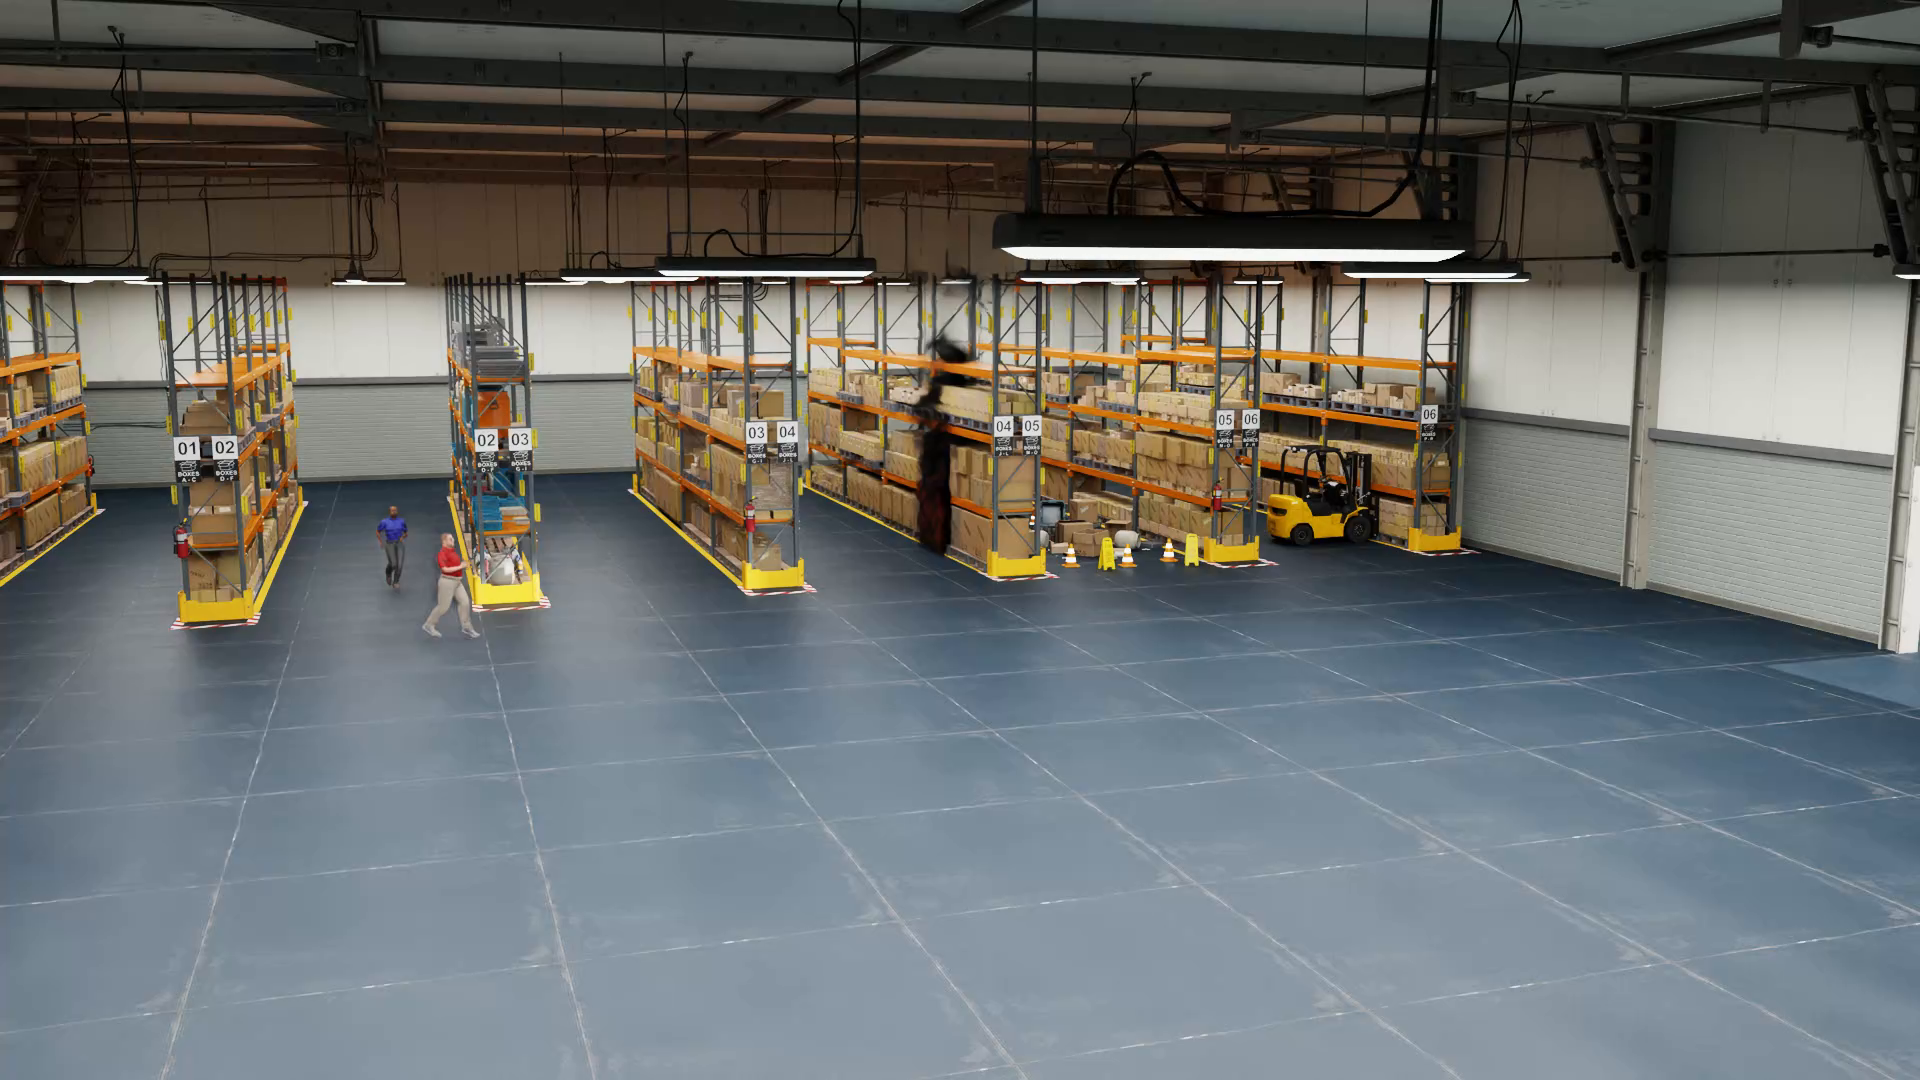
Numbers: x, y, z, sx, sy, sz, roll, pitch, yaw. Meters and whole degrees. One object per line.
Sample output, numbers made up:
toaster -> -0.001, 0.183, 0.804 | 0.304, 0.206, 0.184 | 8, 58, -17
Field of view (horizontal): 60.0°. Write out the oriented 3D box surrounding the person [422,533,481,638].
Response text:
person -> -8.371, 0.758, 27.276 | 0.914, 1.760, 0.649 | 1, 9, 5

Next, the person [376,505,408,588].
person -> -10.798, 0.140, 31.769 | 0.560, 1.608, 0.559 | -6, 10, -32

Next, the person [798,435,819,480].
person -> -4.490, -2.649, 49.749 | 0.903, 1.745, 0.704 | 0, 9, 2
